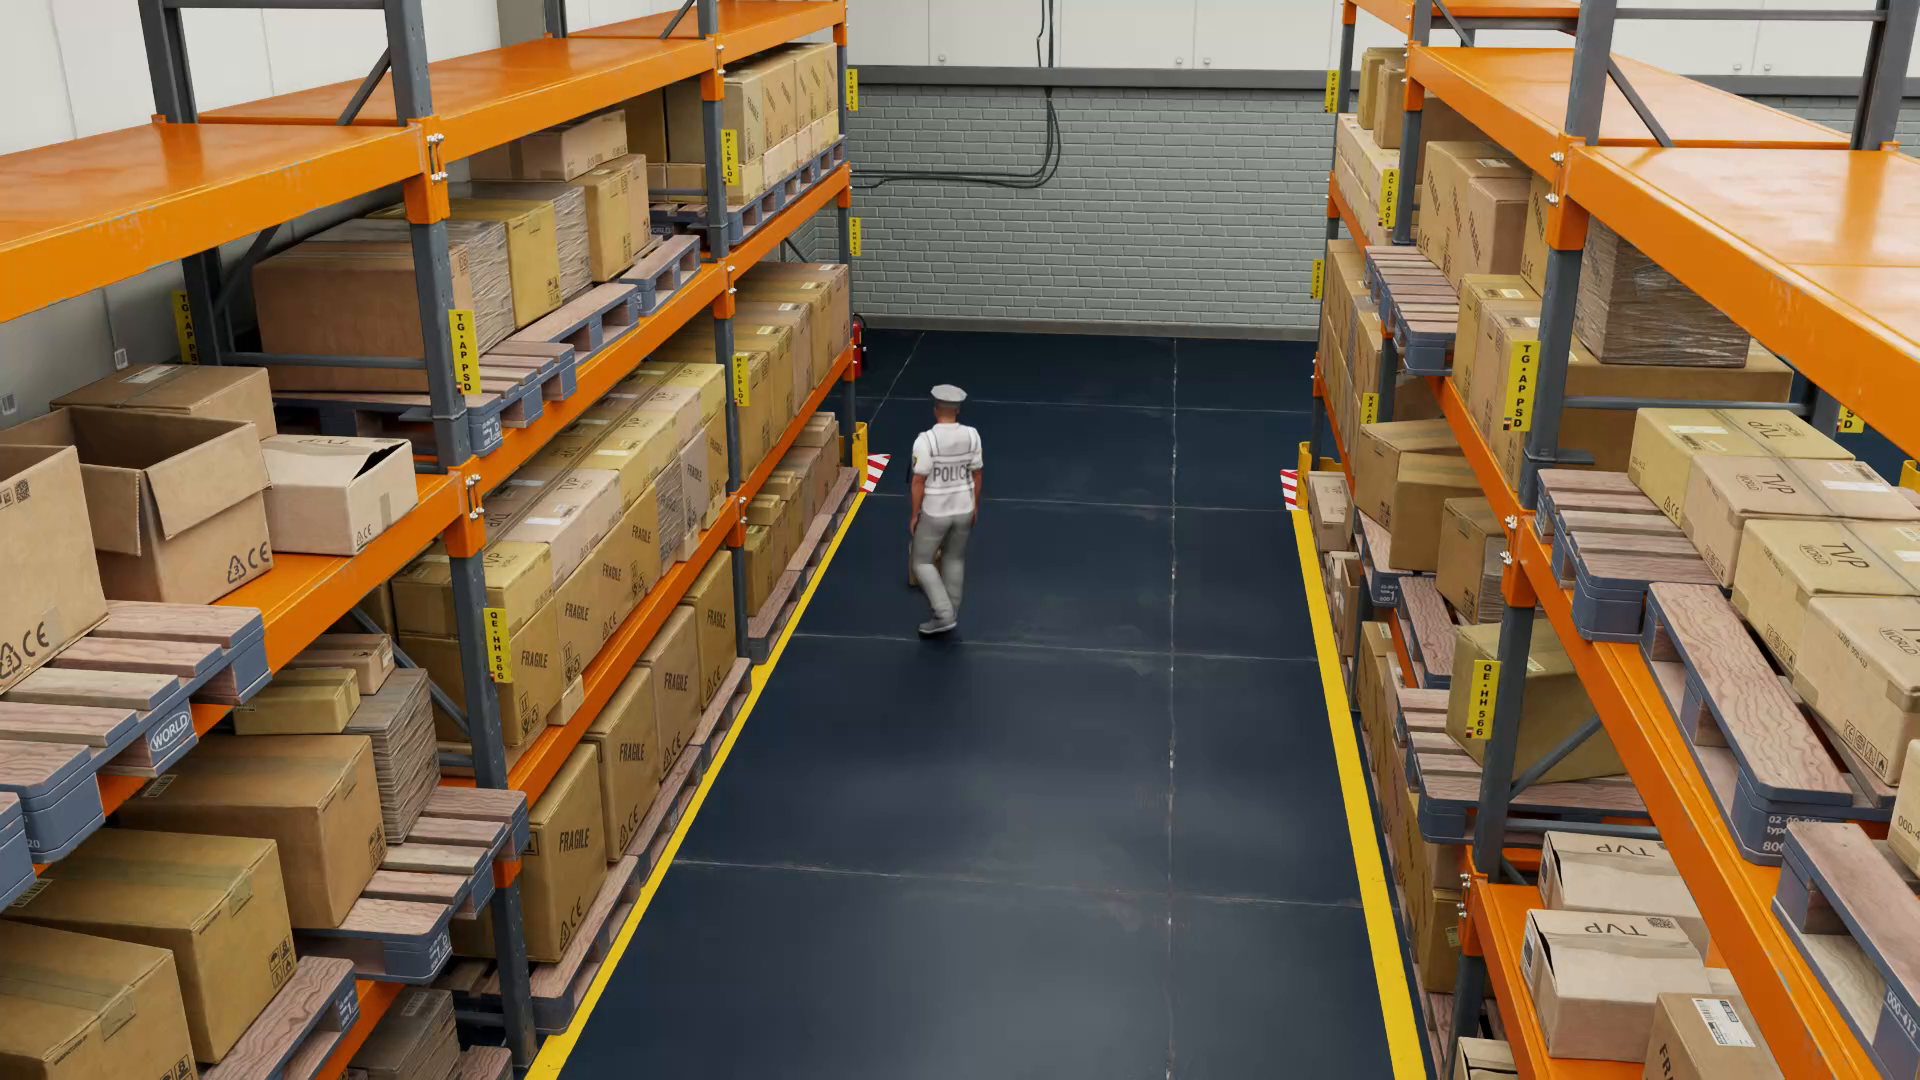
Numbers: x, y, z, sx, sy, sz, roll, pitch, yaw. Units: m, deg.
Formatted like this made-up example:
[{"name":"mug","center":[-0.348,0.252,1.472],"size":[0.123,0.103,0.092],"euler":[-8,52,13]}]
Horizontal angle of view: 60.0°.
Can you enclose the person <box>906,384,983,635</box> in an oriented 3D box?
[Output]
[{"name":"person","center":[-0.095,-0.195,11.572],"size":[0.549,1.748,0.584],"euler":[-11,24,-27]}]
